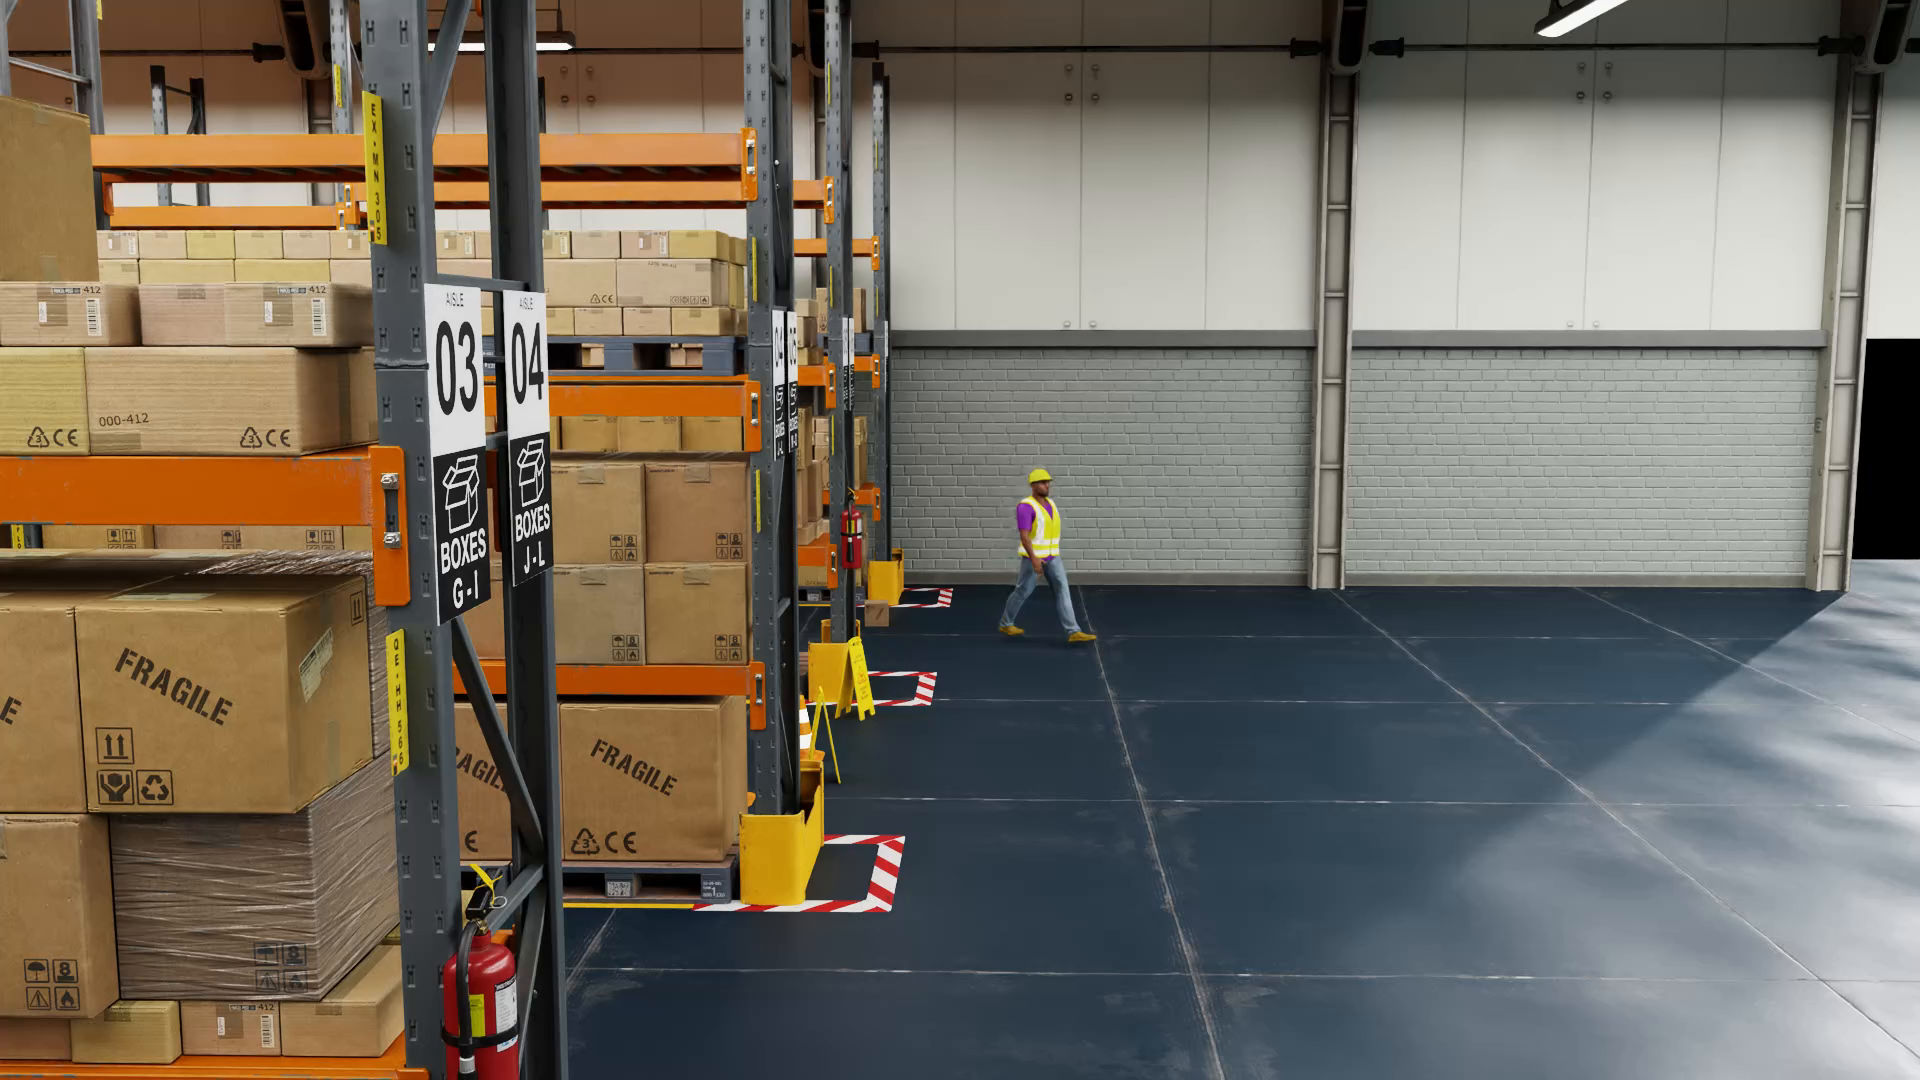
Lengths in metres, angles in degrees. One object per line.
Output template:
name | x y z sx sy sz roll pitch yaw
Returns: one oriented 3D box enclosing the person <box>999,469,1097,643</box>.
person | 0.839 0.157 16.412 0.437 1.710 1.066 -7 10 -42
